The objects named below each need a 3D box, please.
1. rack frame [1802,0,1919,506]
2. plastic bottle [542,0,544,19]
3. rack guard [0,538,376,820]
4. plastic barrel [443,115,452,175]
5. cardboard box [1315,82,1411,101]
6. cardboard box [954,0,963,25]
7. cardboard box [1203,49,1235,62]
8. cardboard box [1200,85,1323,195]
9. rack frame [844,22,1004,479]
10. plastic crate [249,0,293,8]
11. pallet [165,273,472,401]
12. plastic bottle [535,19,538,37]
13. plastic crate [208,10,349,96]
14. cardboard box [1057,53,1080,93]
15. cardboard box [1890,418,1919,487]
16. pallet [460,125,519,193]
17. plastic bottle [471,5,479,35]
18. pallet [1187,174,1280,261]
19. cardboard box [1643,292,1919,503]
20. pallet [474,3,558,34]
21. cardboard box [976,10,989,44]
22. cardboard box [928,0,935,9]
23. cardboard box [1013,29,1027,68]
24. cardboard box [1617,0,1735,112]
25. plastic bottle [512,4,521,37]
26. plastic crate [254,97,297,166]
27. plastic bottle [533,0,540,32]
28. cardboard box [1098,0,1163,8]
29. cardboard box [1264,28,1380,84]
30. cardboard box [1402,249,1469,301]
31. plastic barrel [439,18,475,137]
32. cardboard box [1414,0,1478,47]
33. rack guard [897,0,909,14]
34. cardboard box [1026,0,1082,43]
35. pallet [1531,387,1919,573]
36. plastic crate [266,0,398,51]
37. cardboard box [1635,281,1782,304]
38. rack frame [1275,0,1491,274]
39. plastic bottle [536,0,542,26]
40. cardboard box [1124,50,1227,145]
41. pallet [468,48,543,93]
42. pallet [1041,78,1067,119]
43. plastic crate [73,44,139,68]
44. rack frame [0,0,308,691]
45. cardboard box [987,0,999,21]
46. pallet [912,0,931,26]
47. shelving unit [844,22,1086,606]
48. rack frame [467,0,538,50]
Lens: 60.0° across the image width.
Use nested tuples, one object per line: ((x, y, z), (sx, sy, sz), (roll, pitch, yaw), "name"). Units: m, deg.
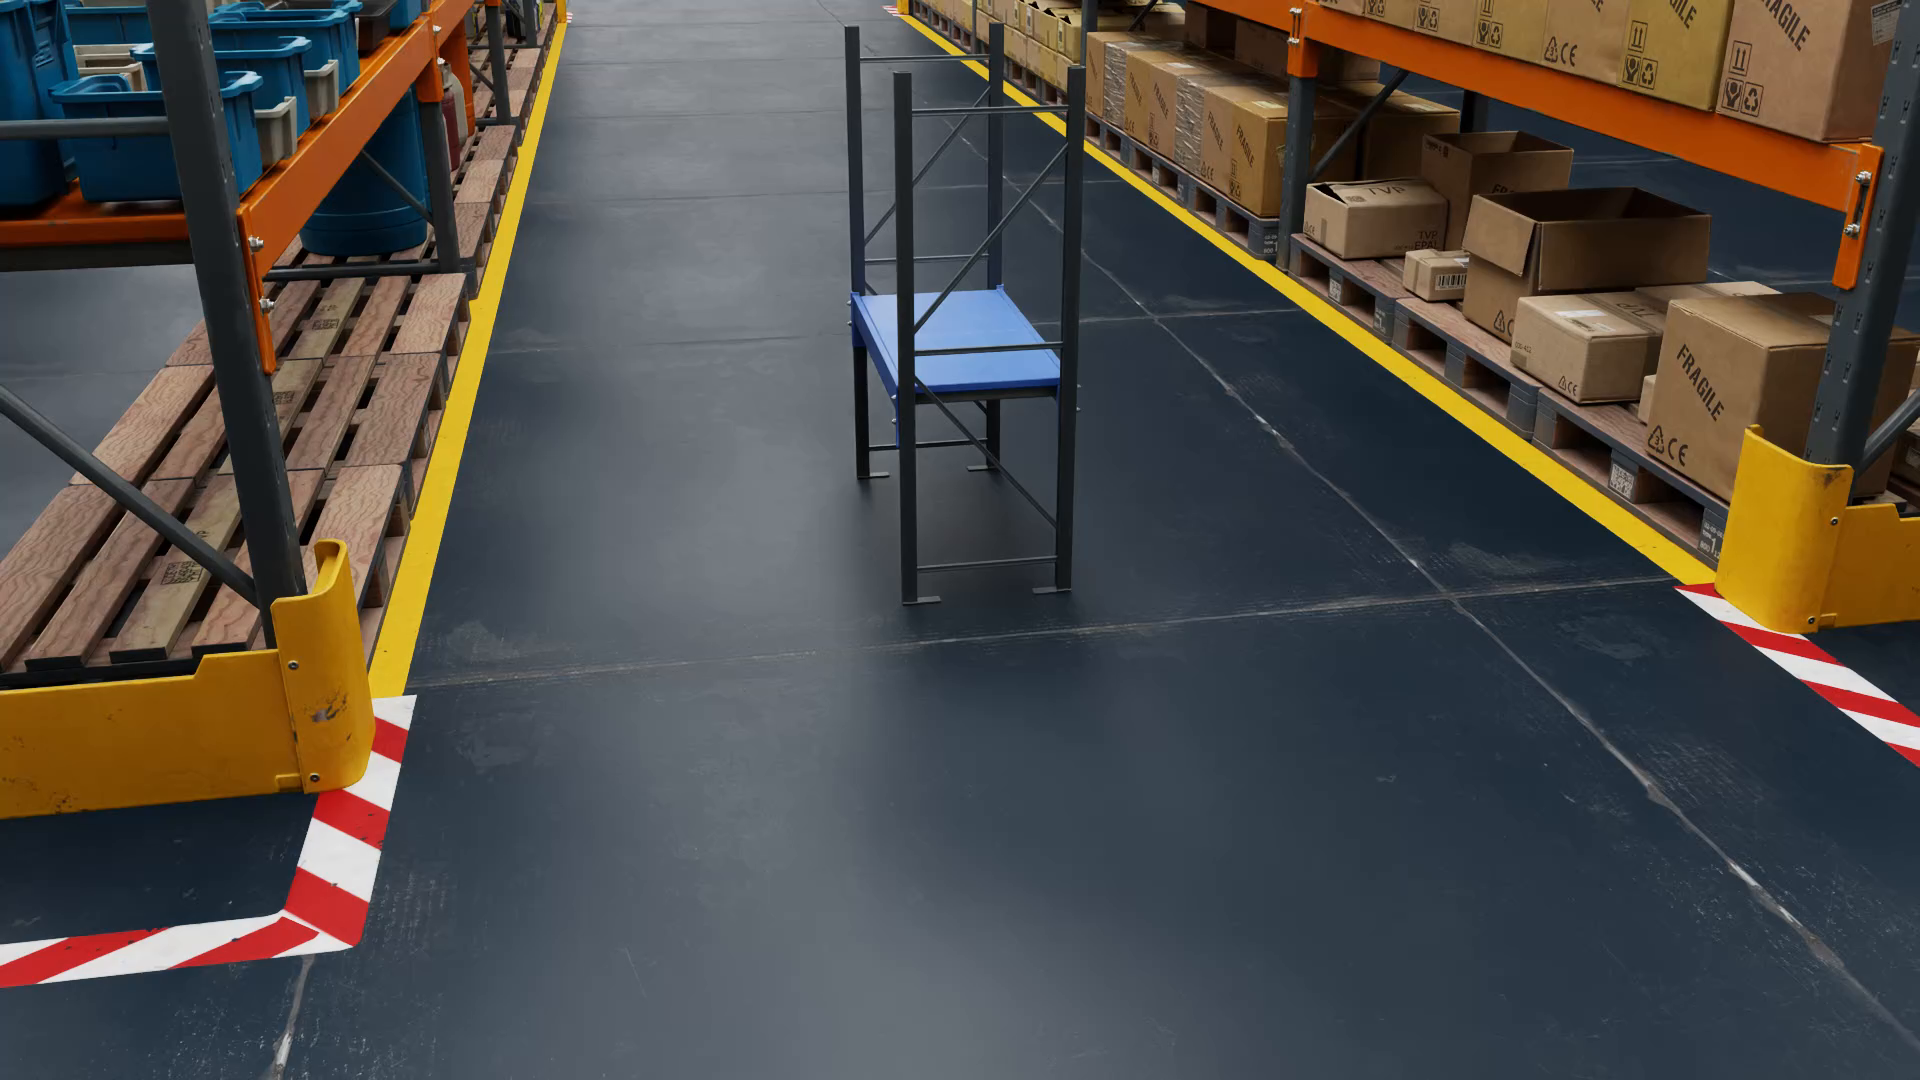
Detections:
((2.834, -1.188, 4.222), (1.000, 3.000, 0.127), (-4, 24, -10), "rack frame")
((-4.203, -5.278, 16.441), (0.152, 0.276, 0.135), (-4, 24, -9), "plastic bottle")
((-2.017, 0.331, 3.867), (1.175, 0.500, 0.348), (-4, 24, -10), "rack guard")
((-3.005, -2.171, 9.056), (0.421, 0.512, 0.421), (0, 24, 0), "plastic barrel")
((2.135, -2.235, 9.192), (0.500, 0.500, 0.500), (-4, 24, -9), "cardboard box")
((0.232, -5.204, 16.328), (0.500, 0.250, 0.500), (-4, 24, -10), "cardboard box")
((1.854, -2.837, 10.570), (0.500, 0.500, 0.500), (-5, 24, -12), "cardboard box")
((1.639, -2.185, 9.079), (0.500, 0.500, 0.500), (-4, 24, -10), "cardboard box")
((-0.110, -0.921, 5.484), (0.500, 1.500, 0.032), (-4, 24, -10), "rack frame")
((-2.828, -2.109, 6.586), (0.396, 0.136, 0.243), (-4, 24, -10), "plastic crate")
((-2.600, -0.832, 6.891), (1.003, 0.211, 1.213), (-4, 24, -10), "pallet")
((-3.919, -4.700, 15.210), (0.097, 0.201, 0.097), (0, 24, 0), "plastic bottle")
((-2.000, -1.413, 4.871), (0.416, 0.233, 0.300), (-4, 24, -10), "plastic crate")
((1.018, -3.456, 12.326), (0.500, 0.250, 0.500), (-4, 24, -8), "cardboard box")
((3.095, -0.273, 5.140), (0.380, 0.149, 0.250), (-4, 24, -10), "cardboard box")
((-3.327, -2.384, 10.446), (1.003, 0.211, 1.213), (-4, 24, -10), "pallet")
((-4.550, -4.824, 15.402), (0.152, 0.276, 0.135), (-4, 24, -10), "plastic bottle")
((1.907, -1.800, 9.109), (1.003, 0.211, 1.213), (-4, 24, -10), "pallet")
((2.492, -0.440, 5.082), (0.500, 0.500, 0.500), (-4, 24, -10), "cardboard box")
((-4.788, -5.492, 17.561), (1.003, 0.211, 1.213), (-4, 24, -10), "pallet")
((0.446, -4.663, 15.090), (0.500, 0.250, 0.500), (-5, 24, -11), "cardboard box")
((-0.056, -5.793, 17.677), (0.500, 0.250, 0.500), (-4, 24, -10), "cardboard box")
((0.731, -4.058, 13.705), (0.500, 0.250, 0.500), (-4, 24, -9), "cardboard box")
((2.385, -1.593, 5.026), (0.500, 0.500, 0.500), (-4, 24, -9), "cardboard box")
((-4.073, -4.774, 15.278), (0.061, 0.283, 0.133), (-4, 24, -10), "plastic bottle")
((-1.734, -0.983, 4.008), (0.250, 0.136, 0.298), (-4, 24, -10), "plastic crate")
((-4.030, -4.953, 15.603), (0.144, 0.351, 0.185), (-5, 24, -12), "plastic bottle")
((1.349, -4.158, 13.234), (0.500, 0.311, 0.500), (-5, 24, -11), "cardboard box")
((2.060, -2.763, 9.464), (0.500, 0.250, 0.500), (-4, 24, -10), "cardboard box")
((2.129, -1.144, 7.111), (0.380, 0.166, 0.250), (-4, 24, -10), "cardboard box")
((-3.406, -2.976, 10.503), (0.600, 0.830, 0.708), (-4, 24, -10), "plastic barrel")
((2.109, -2.188, 6.388), (0.500, 0.500, 0.500), (-4, 24, -10), "cardboard box")
((-0.129, -6.345, 19.154), (1.175, 0.500, 0.348), (-4, 24, -10), "rack guard")
((0.823, -4.114, 13.133), (0.500, 0.311, 0.500), (-4, 24, -10), "cardboard box")
((2.672, -0.253, 5.566), (1.003, 0.211, 1.213), (-4, 24, -10), "pallet")
((-2.303, -1.877, 6.069), (0.437, 0.125, 0.590), (-4, 24, -10), "plastic crate")
((2.828, -0.758, 6.123), (0.500, 0.250, 0.500), (-4, 24, -10), "cardboard box")
((2.095, -2.761, 7.824), (1.000, 3.000, 0.127), (-4, 24, -10), "rack frame")
((-4.108, -5.120, 15.985), (0.144, 0.351, 0.185), (-4, 24, -10), "plastic bottle")
((1.348, -2.787, 10.458), (0.500, 0.500, 0.500), (-5, 24, -10), "cardboard box")
((-4.070, -3.959, 14.051), (1.003, 0.211, 1.213), (-4, 24, -10), "pallet")
((1.241, -3.383, 12.733), (1.003, 0.211, 1.213), (-4, 24, -10), "pallet")
((-2.551, -1.375, 4.904), (0.298, 0.136, 0.250), (-4, 24, -10), "plastic crate")
((-2.034, -0.823, 3.386), (1.000, 3.000, 0.127), (-4, 24, -10), "rack frame")
((0.534, -4.719, 14.517), (0.500, 0.311, 0.500), (-5, 24, -10), "cardboard box")
((0.058, -5.906, 18.508), (1.003, 0.211, 1.213), (-4, 24, -10), "pallet")
((-0.016, -0.721, 5.027), (0.538, 1.500, 1.048), (-4, 24, -10), "shelving unit")
((-4.253, -5.543, 14.193), (1.000, 3.000, 0.127), (-4, 24, -10), "rack frame")
